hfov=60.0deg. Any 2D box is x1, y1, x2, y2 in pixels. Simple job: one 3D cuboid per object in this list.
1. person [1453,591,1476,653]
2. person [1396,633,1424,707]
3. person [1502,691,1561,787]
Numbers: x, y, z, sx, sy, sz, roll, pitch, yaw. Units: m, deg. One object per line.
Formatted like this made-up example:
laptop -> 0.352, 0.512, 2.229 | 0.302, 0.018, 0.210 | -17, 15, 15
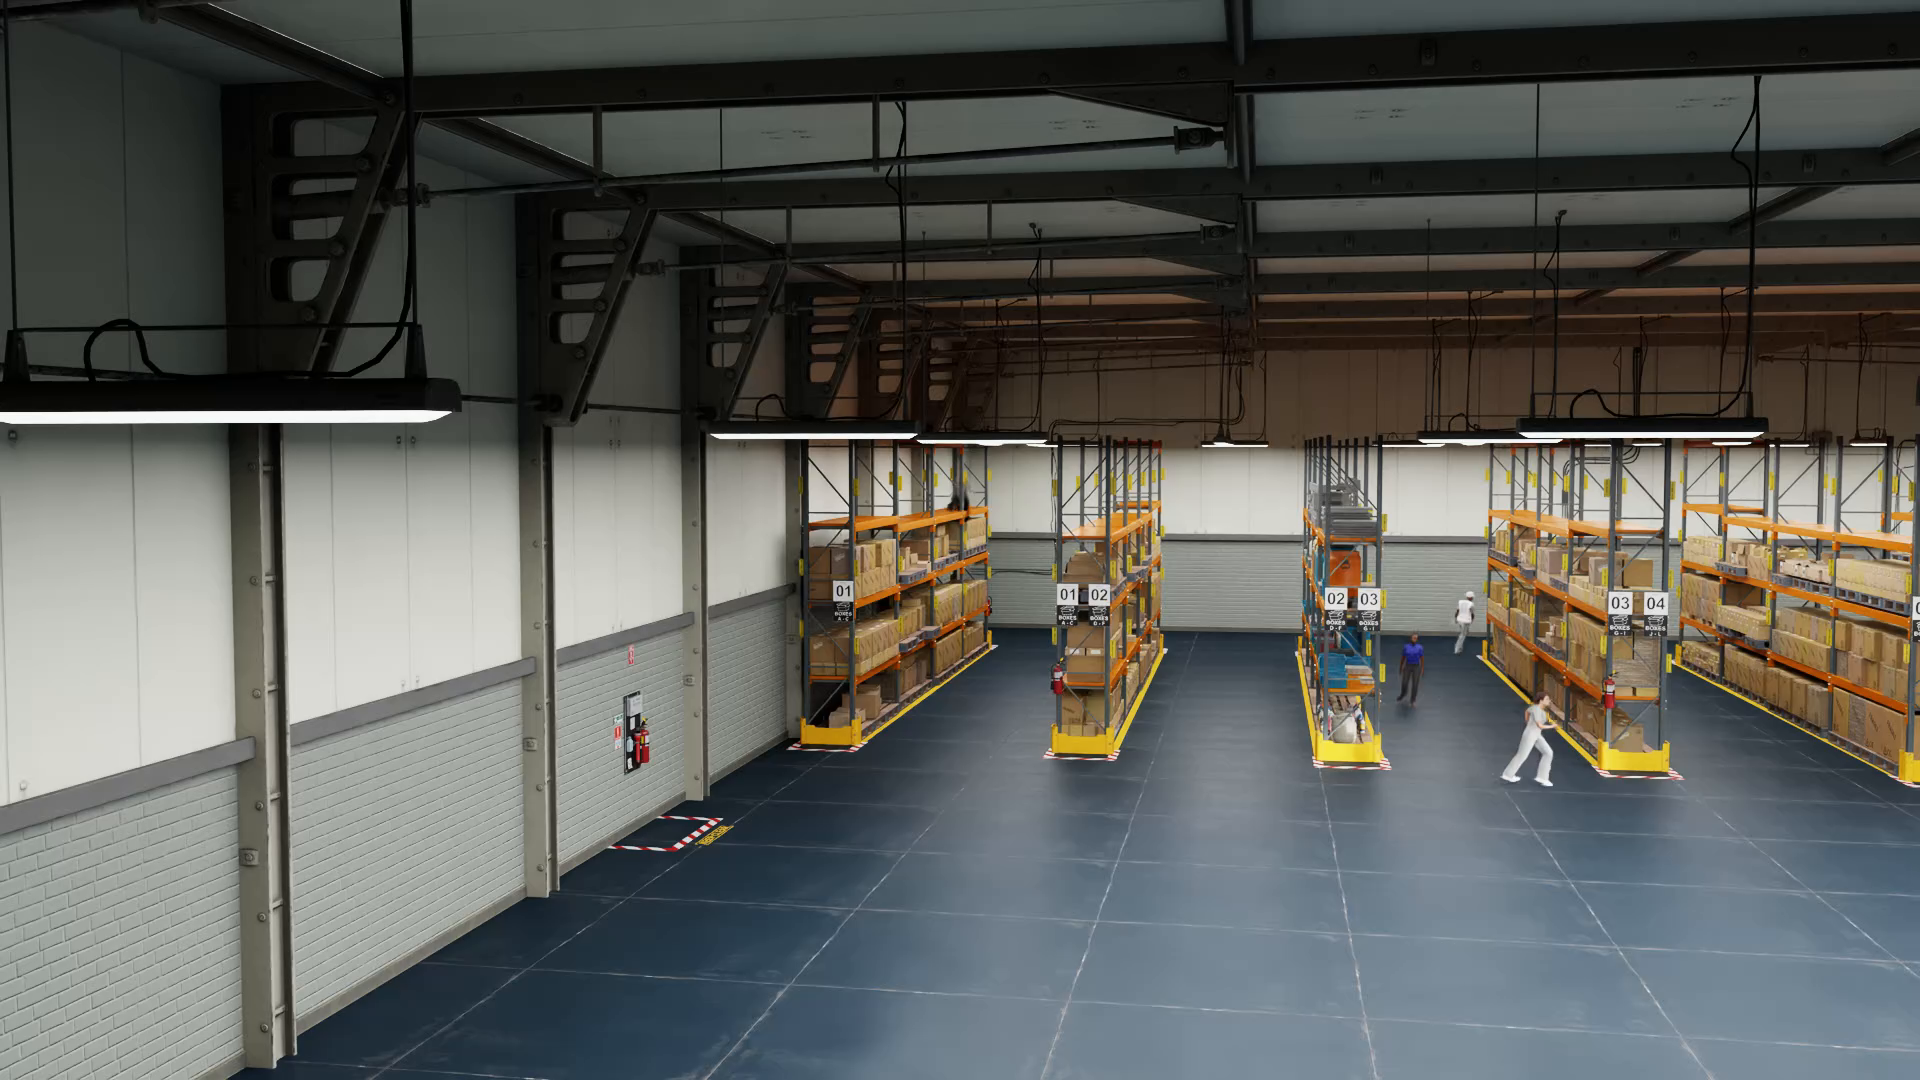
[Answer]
person -> 14.187, 2.349, 46.700 | 0.526, 1.835, 0.648 | -2, 4, -30
person -> 10.053, 2.887, 37.127 | 0.600, 1.653, 0.526 | 1, 3, 15
person -> 9.743, 3.377, 28.288 | 0.946, 1.637, 0.568 | 2, 4, 31
